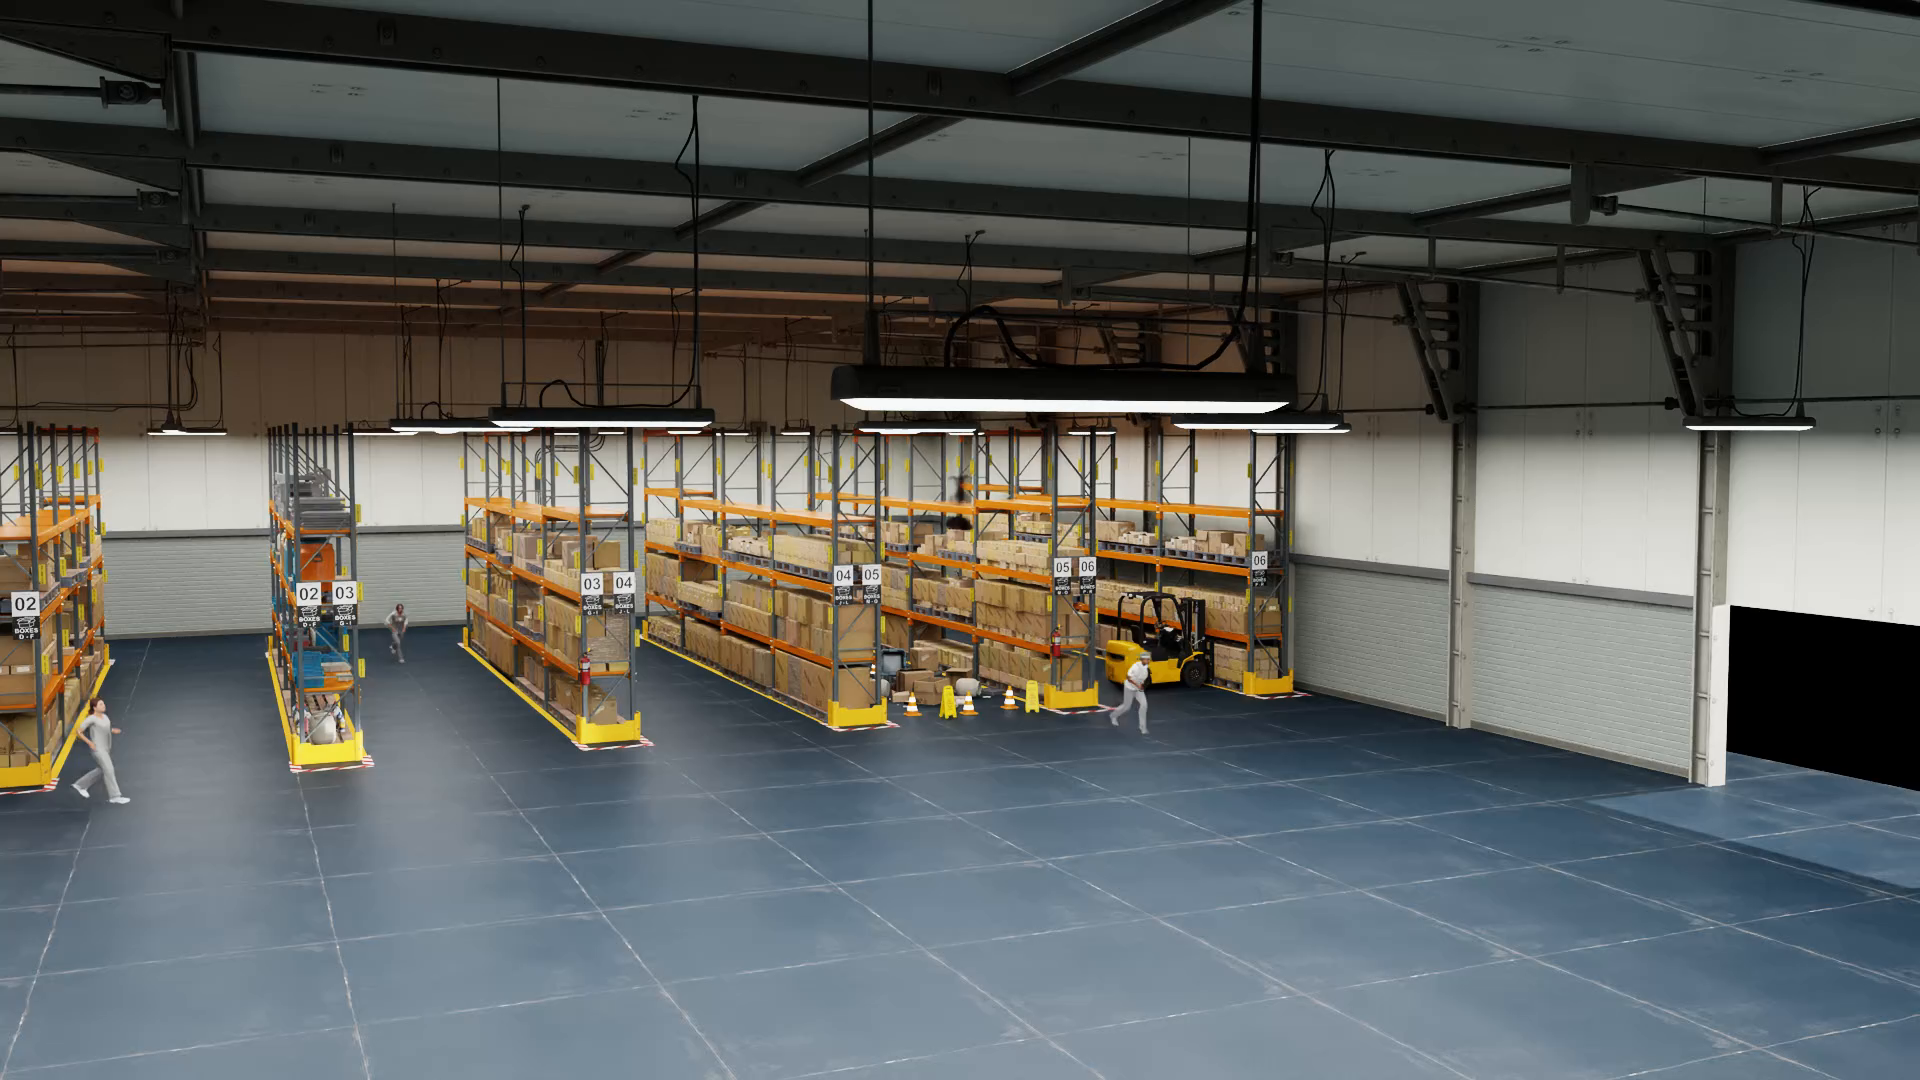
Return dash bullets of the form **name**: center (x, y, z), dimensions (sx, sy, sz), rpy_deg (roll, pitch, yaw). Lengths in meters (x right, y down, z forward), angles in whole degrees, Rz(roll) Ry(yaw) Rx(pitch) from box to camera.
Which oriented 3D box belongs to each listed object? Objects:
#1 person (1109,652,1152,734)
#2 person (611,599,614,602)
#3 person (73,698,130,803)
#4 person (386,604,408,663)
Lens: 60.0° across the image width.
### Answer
- **person**: center (3.334, 2.962, 32.553), dimensions (0.982, 1.627, 0.577), rpy_deg (3, 5, 40)
- **person**: center (-9.950, 1.896, 48.480), dimensions (0.676, 1.867, 0.790), rpy_deg (0, 3, 0)
- **person**: center (-13.459, 3.280, 26.000), dimensions (0.962, 1.647, 0.571), rpy_deg (0, 3, 3)
- **person**: center (-14.456, 2.378, 42.635), dimensions (0.543, 1.547, 0.847), rpy_deg (-2, 4, -33)
